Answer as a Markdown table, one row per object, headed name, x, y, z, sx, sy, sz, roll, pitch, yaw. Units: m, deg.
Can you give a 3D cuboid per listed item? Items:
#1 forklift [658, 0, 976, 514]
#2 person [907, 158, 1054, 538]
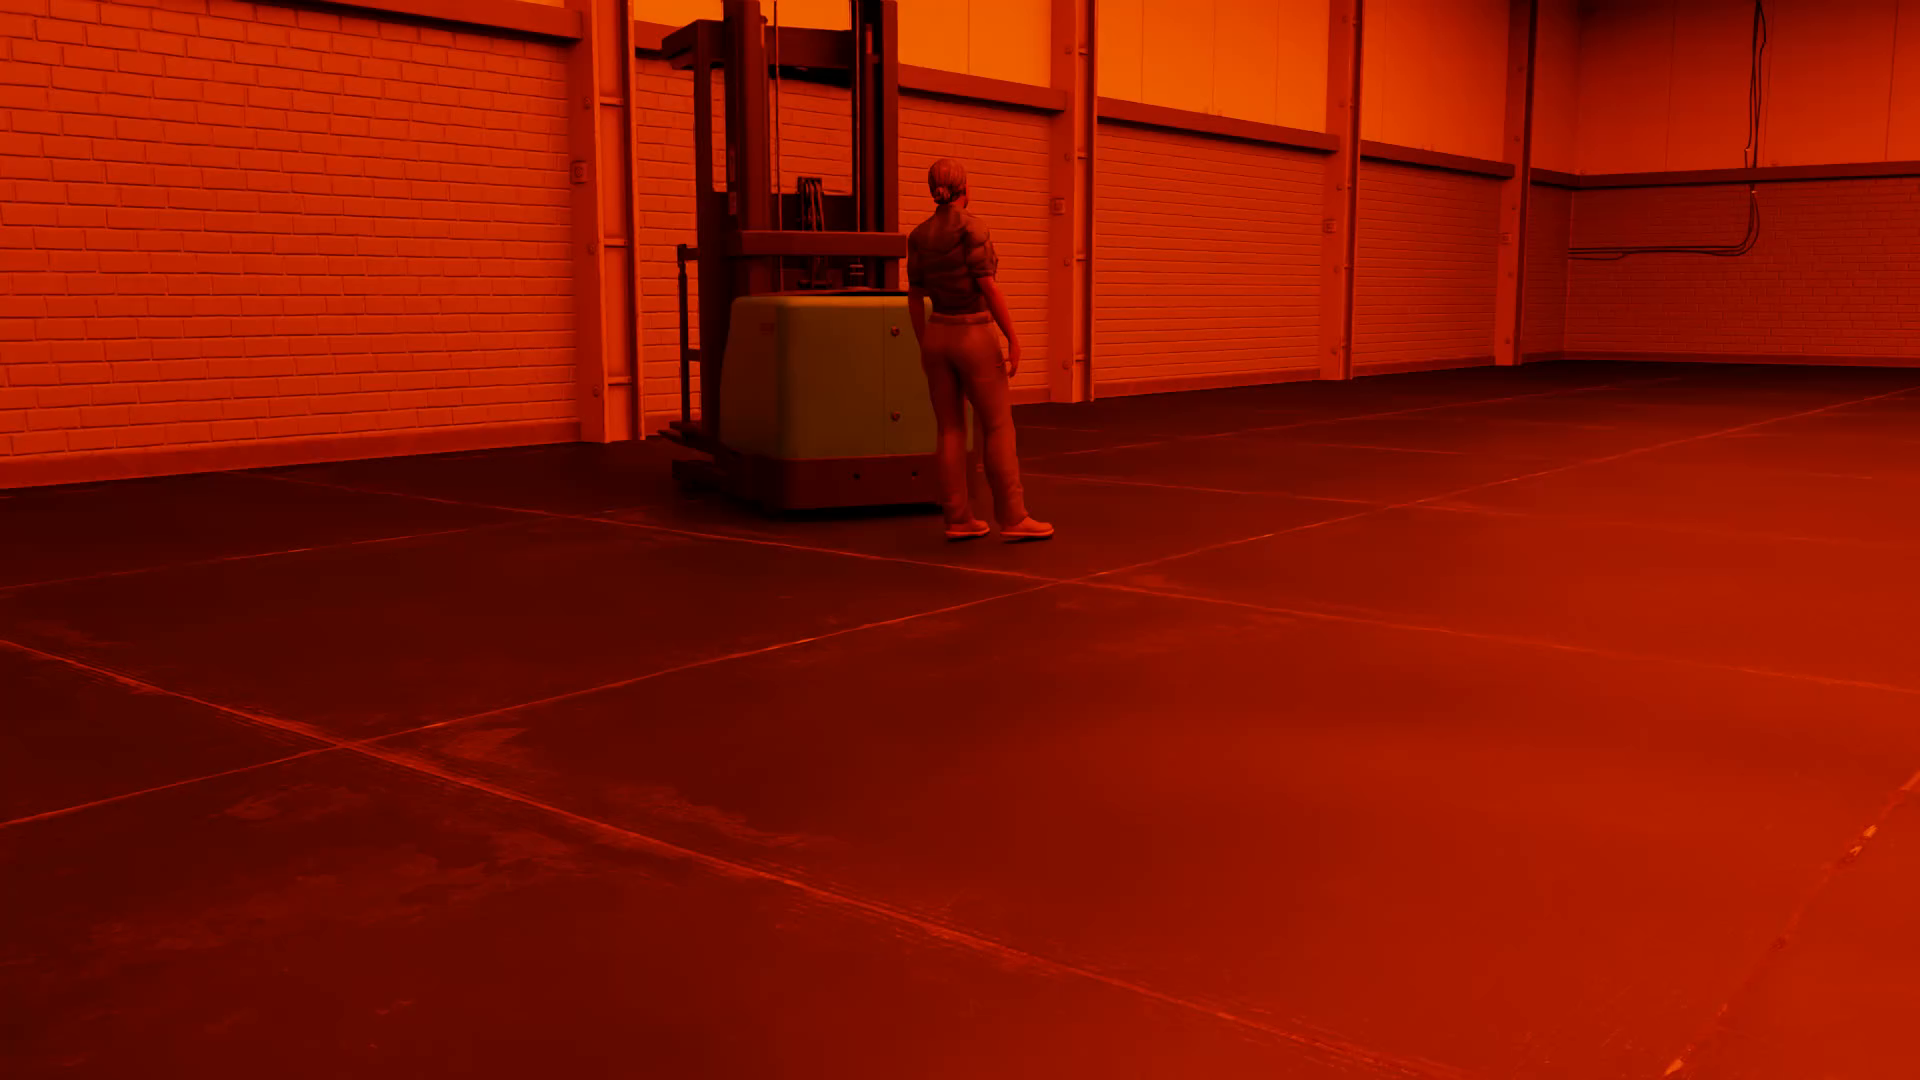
| name | x | y | z | sx | sy | sz | roll | pitch | yaw |
| --- | --- | --- | --- | --- | --- | --- | --- | --- | --- |
| forklift | -0.994 | -1.751 | 9.247 | 1.130 | 2.935 | 3.031 | -4 | 9 | -24 |
| person | 0.071 | -0.828 | 7.341 | 0.570 | 1.645 | 0.502 | 7 | 11 | 38 |
